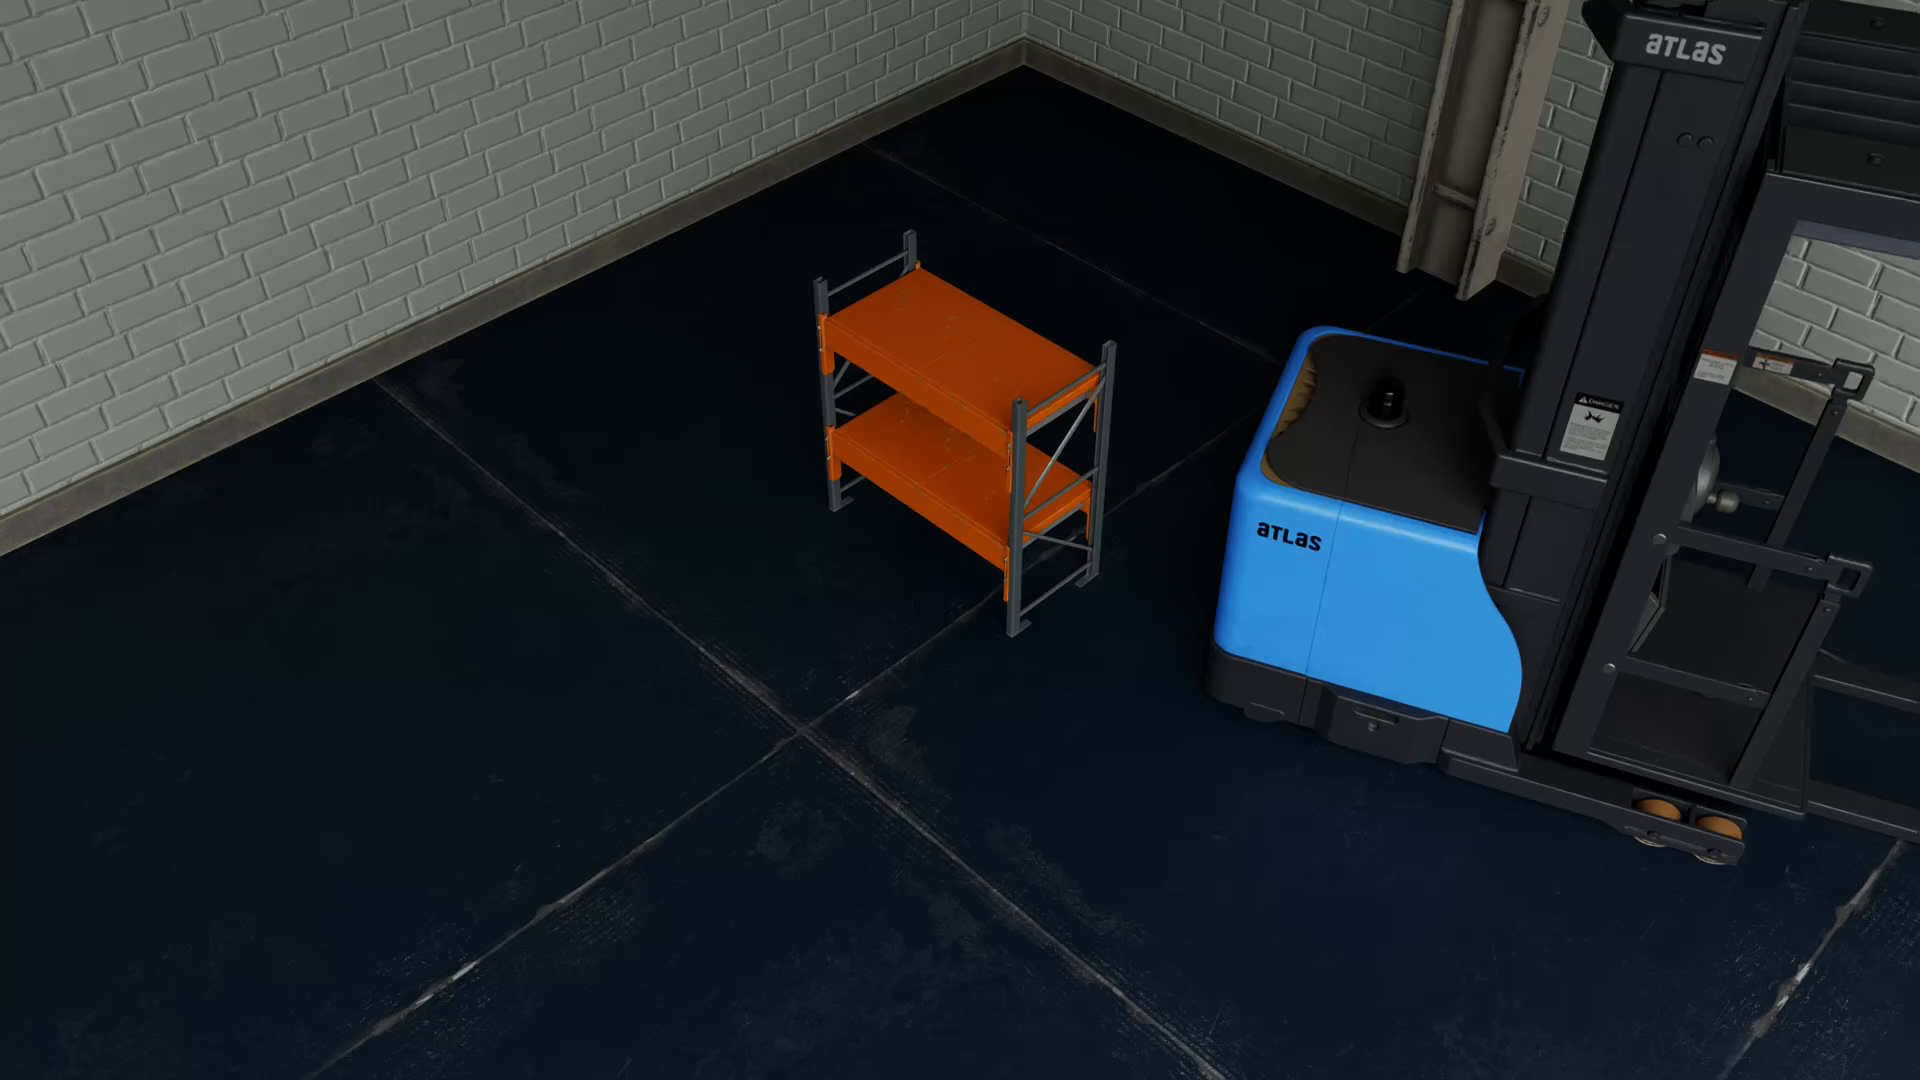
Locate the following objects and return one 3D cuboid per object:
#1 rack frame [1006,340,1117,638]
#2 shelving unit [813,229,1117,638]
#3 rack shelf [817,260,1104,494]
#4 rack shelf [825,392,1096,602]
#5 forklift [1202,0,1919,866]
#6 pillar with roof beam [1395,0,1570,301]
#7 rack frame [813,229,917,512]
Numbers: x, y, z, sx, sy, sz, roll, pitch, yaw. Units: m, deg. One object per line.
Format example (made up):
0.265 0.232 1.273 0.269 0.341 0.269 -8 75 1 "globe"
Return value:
0.364 -0.166 6.100 0.500 1.125 0.032 -34 53 -31 "rack frame"
0.005 -0.410 6.365 0.538 1.125 1.048 -34 53 -31 "shelving unit"
0.005 -0.625 6.166 0.538 0.278 1.000 -34 53 -31 "rack shelf"
0.005 -0.230 6.531 0.538 0.278 1.000 -34 53 -31 "rack shelf"
2.454 -0.402 5.025 3.031 2.935 1.130 16 45 16 "forklift"
-0.658 -2.555 2.884 9.100 9.000 0.400 -34 53 -31 "pillar with roof beam"
-0.354 -0.654 6.629 0.500 1.125 0.032 -34 53 -31 "rack frame"
